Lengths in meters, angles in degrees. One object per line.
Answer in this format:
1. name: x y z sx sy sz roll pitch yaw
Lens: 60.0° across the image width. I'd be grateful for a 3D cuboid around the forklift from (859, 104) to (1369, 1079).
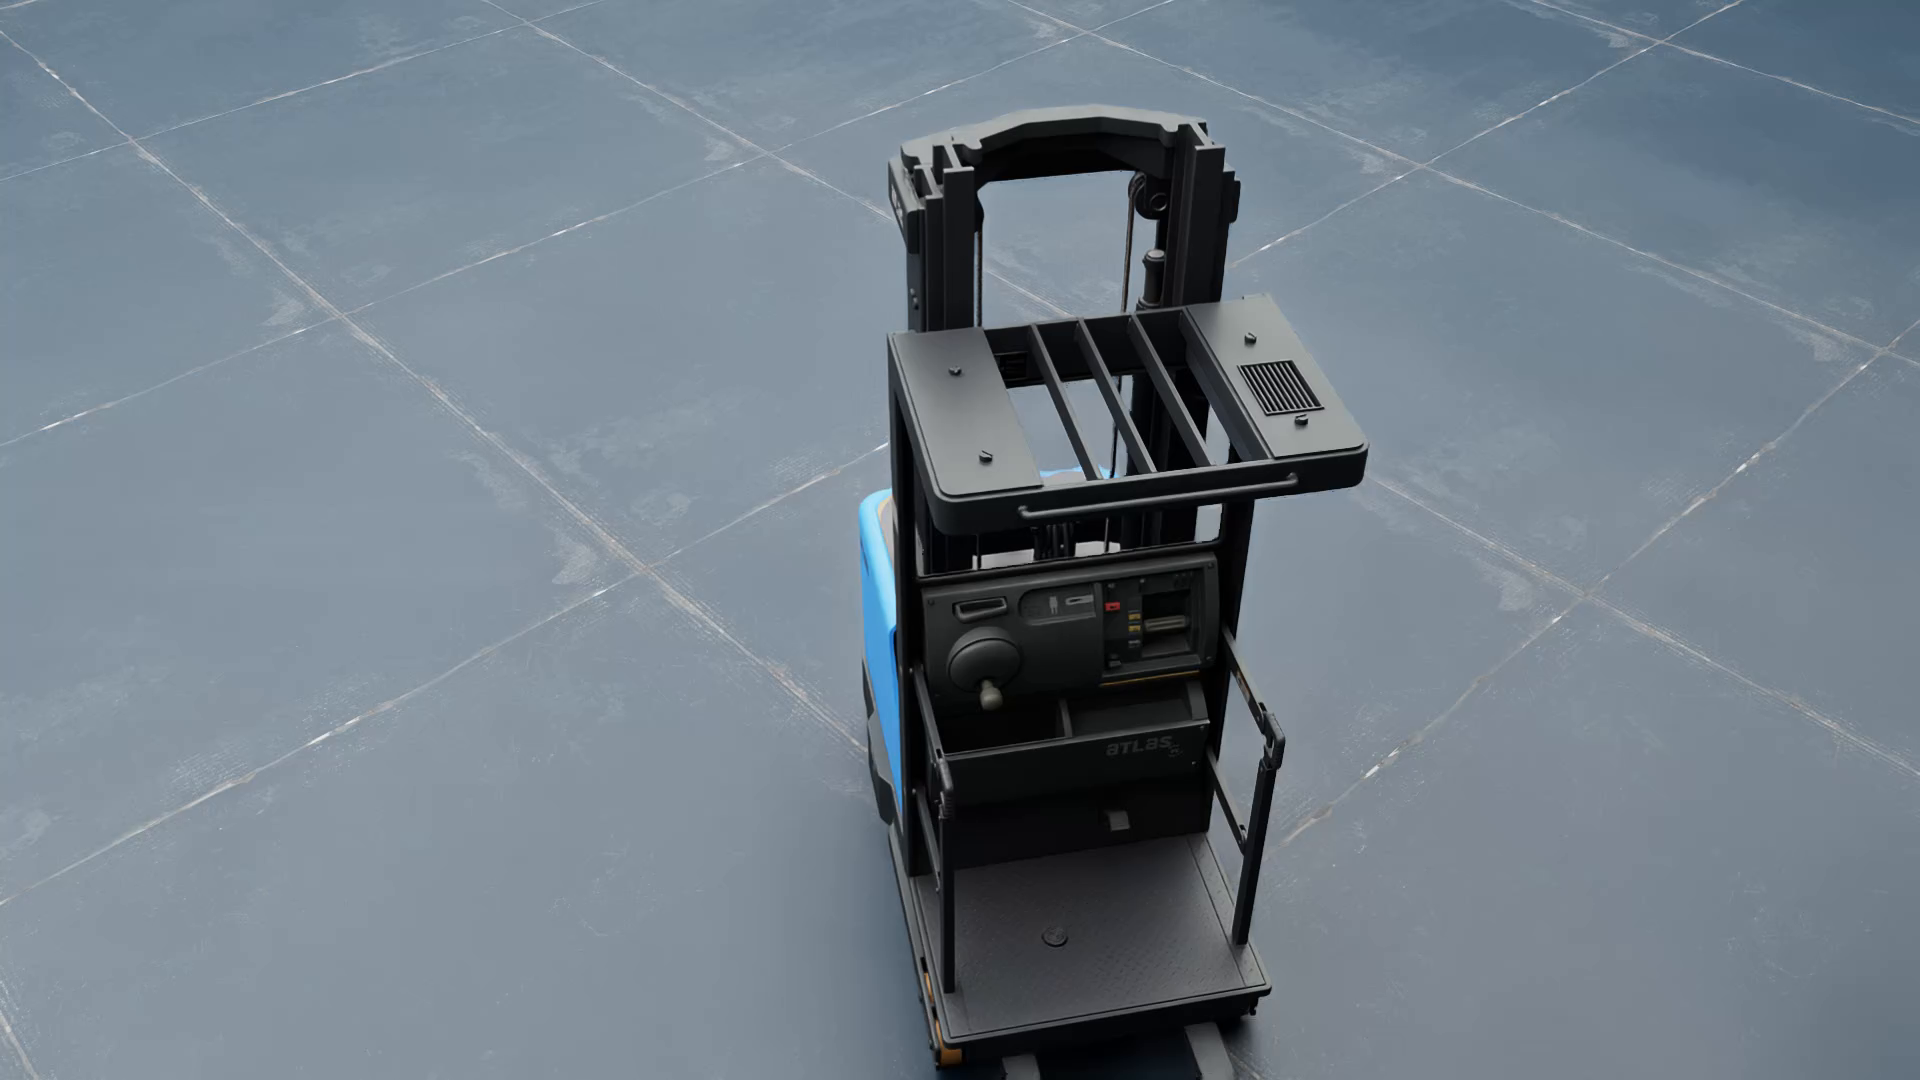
1. forklift: 0.393 0.362 4.969 1.130 2.935 3.031 -7 39 -9
